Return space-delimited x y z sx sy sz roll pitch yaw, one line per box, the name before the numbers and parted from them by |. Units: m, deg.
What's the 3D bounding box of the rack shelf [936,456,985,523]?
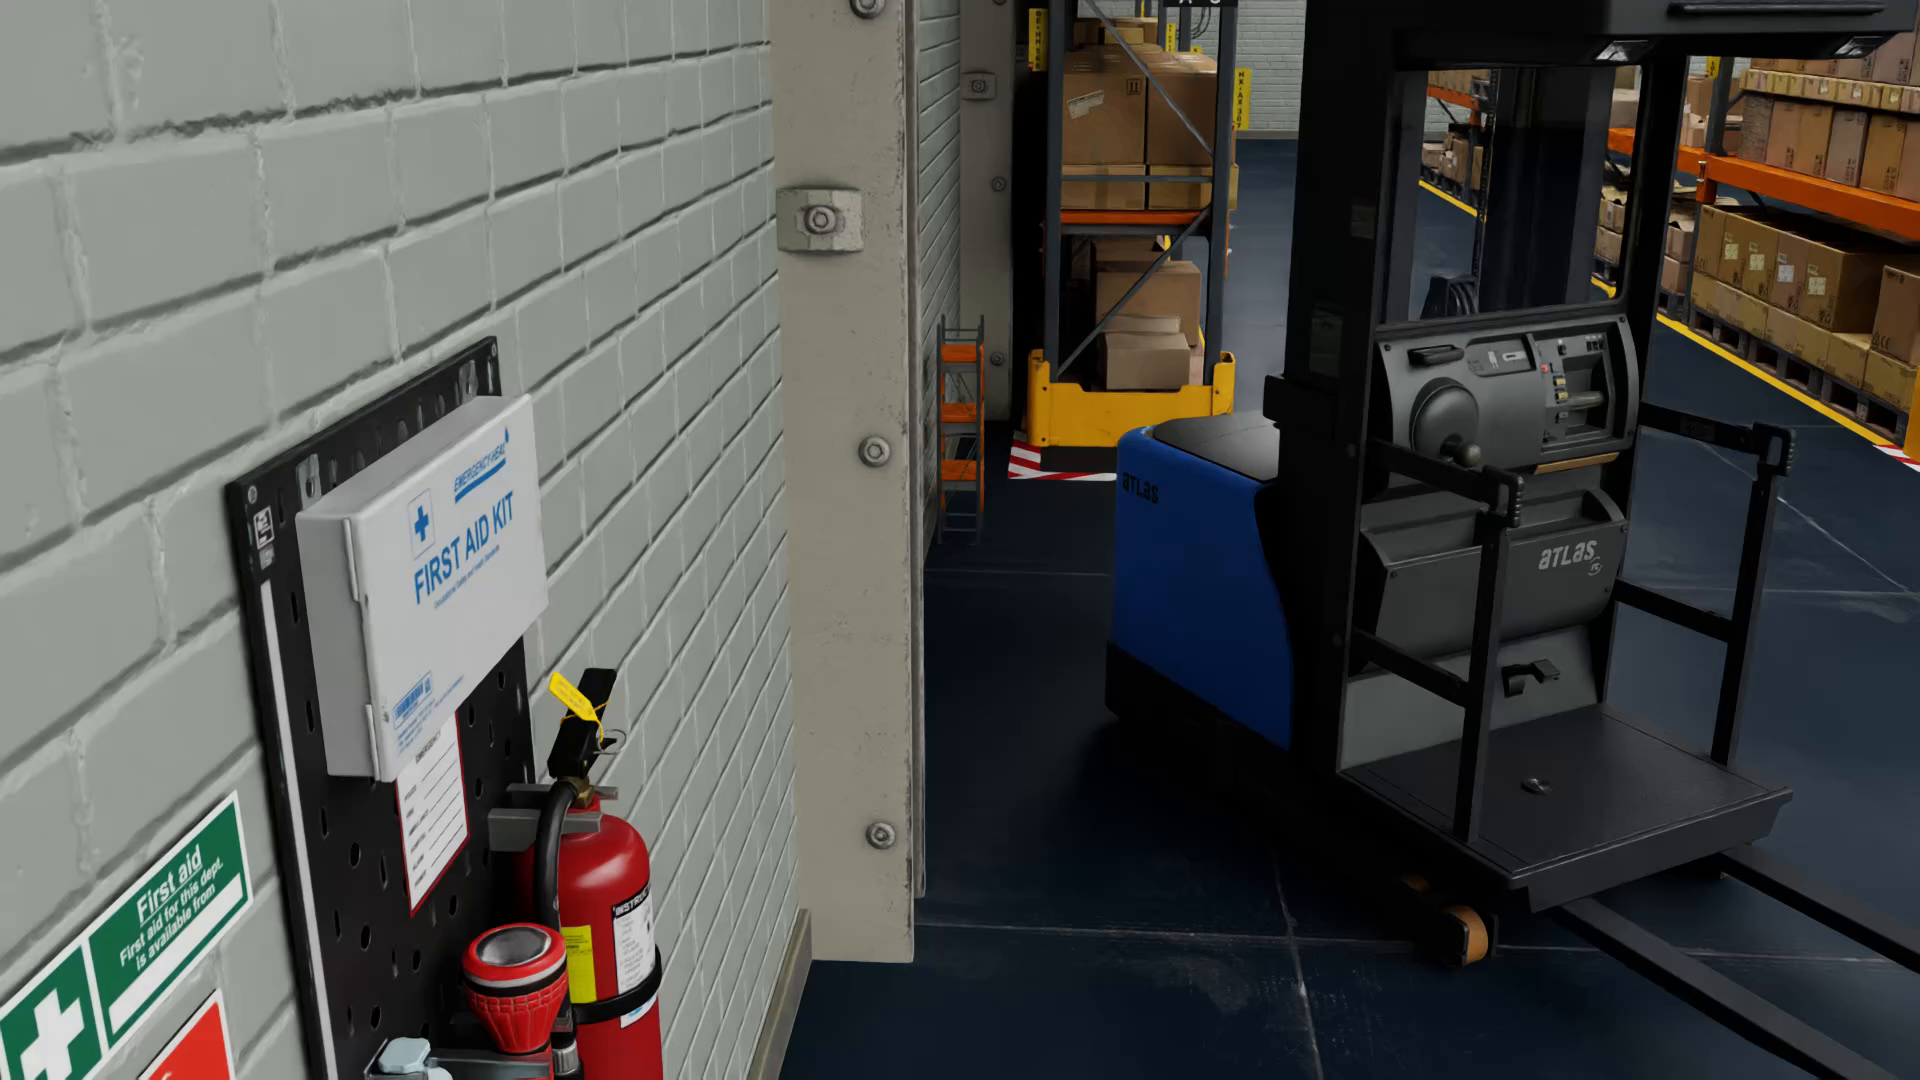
rack shelf | 0.004 -0.241 7.900 0.215 0.259 0.240 1 18 4

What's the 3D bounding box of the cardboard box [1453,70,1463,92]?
cardboard box | 6.592 -5.969 21.160 0.500 0.500 0.500 2 18 5

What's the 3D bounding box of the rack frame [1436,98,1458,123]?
rack frame | 7.063 -6.842 23.987 1.000 3.000 0.127 1 18 4

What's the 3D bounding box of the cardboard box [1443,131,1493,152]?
cardboard box | 6.906 -5.206 22.297 0.797 0.503 0.637 1 18 4

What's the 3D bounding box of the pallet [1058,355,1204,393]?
pallet | 1.074 -0.932 10.430 1.003 0.211 1.213 1 18 4

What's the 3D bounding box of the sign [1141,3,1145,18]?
sign | 2.662 -7.598 24.054 0.100 0.325 0.005 1 18 4

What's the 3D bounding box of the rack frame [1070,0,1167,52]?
rack frame | 1.548 -4.467 16.739 1.000 3.000 0.127 1 18 4

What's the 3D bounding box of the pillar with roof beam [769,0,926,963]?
pillar with roof beam | 4.026 -3.110 2.964 9.100 9.000 0.400 1 18 4

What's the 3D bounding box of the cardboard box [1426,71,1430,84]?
cardboard box | 6.736 -6.598 23.080 0.500 0.500 0.500 1 18 3

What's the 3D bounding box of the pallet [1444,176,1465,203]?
pallet | 6.826 -4.488 21.281 1.003 0.211 1.213 1 18 4

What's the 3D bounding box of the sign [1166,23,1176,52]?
sign | 2.090 -4.970 16.543 0.100 0.325 0.005 1 18 4

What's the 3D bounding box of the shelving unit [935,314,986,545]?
shelving unit | 0.004 -0.516 7.810 0.215 1.050 0.252 1 18 4

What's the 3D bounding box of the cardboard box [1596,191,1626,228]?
cardboard box | 6.091 -3.039 15.222 0.500 0.311 0.500 1 18 2

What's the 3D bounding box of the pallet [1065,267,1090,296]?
pallet | 1.316 -2.141 14.120 1.003 0.211 1.213 1 18 4

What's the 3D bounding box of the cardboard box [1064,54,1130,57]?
cardboard box | 0.979 -3.217 11.929 0.500 0.500 0.500 1 18 4

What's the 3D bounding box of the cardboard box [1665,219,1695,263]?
cardboard box | 5.946 -2.407 13.292 0.500 0.311 0.500 1 18 4

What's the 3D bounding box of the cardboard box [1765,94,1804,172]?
cardboard box | 6.146 -2.861 11.676 0.700 0.500 0.500 1 18 3

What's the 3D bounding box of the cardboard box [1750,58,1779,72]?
cardboard box | 6.177 -3.641 11.975 0.700 0.500 0.500 1 18 4

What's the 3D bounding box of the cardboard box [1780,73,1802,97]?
cardboard box | 5.938 -3.152 11.524 0.380 0.149 0.250 1 18 3

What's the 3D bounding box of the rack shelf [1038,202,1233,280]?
rack shelf | 1.118 -2.262 11.164 1.077 0.370 4.000 1 18 4

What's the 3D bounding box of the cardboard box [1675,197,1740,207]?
cardboard box | 6.590 -2.875 14.721 0.500 0.311 0.500 2 18 5

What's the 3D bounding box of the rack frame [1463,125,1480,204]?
rack frame | 6.776 -5.600 20.196 1.000 3.000 0.127 1 18 4

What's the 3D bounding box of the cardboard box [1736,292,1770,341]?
cardboard box | 5.785 -1.561 11.610 0.500 0.250 0.500 1 18 4

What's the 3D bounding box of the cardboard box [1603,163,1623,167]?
cardboard box | 6.880 -3.832 18.109 0.500 0.500 0.500 1 18 3

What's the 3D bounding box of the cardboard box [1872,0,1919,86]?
cardboard box | 6.034 -3.018 10.073 0.700 0.500 0.500 1 18 4

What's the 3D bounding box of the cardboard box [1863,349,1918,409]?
cardboard box | 5.660 -0.939 9.713 0.500 0.250 0.500 1 18 4

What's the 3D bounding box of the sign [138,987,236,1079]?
sign | -0.626 0.563 1.329 0.001 0.329 0.234 1 18 4

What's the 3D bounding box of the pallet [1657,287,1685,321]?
pallet | 6.217 -2.020 13.749 1.003 0.211 1.213 1 18 4

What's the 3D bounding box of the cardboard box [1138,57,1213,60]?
cardboard box | 1.459 -3.054 11.431 0.500 0.500 0.500 1 18 2

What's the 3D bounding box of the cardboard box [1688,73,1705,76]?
cardboard box | 6.385 -3.884 14.798 0.500 0.500 0.500 0 18 1

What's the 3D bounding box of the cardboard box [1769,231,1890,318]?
cardboard box | 5.752 -1.762 11.019 0.500 0.500 0.500 1 18 4

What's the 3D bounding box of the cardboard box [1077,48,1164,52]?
cardboard box | 1.395 -4.017 14.499 0.700 0.500 0.500 4 19 11

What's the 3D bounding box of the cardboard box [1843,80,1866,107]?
cardboard box | 5.862 -2.834 10.551 0.380 0.149 0.250 1 18 3

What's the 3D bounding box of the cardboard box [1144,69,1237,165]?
cardboard box | 1.309 -2.419 9.491 0.500 0.500 0.500 1 18 4

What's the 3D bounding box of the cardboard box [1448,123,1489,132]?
cardboard box | 7.270 -5.689 23.776 0.500 0.500 0.500 1 18 4

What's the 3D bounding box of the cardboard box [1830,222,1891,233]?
cardboard box | 6.308 -1.905 11.458 0.500 0.500 0.500 1 18 4

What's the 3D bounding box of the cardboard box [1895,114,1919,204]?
cardboard box | 5.995 -2.228 9.746 0.700 0.500 0.500 2 18 5

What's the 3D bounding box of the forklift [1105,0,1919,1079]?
forklift | 1.643 -0.411 4.470 1.130 2.935 3.031 -9 20 -26

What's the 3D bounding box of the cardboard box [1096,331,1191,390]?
cardboard box | 1.114 -1.127 10.156 0.500 0.311 0.500 -1 18 -2

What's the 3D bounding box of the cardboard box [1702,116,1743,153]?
cardboard box | 6.194 -3.198 13.106 0.500 0.250 0.500 2 18 7

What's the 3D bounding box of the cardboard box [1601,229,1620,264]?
cardboard box | 6.055 -2.617 14.835 0.500 0.250 0.500 2 18 5

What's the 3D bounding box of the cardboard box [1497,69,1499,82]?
cardboard box | 6.533 -5.490 19.025 0.700 0.500 0.500 4 19 13

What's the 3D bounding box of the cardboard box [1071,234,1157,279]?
cardboard box | 1.298 -2.475 13.967 0.700 0.500 0.500 2 18 6

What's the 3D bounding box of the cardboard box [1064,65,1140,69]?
cardboard box | 0.842 -2.584 9.997 0.500 0.500 0.500 2 18 5
